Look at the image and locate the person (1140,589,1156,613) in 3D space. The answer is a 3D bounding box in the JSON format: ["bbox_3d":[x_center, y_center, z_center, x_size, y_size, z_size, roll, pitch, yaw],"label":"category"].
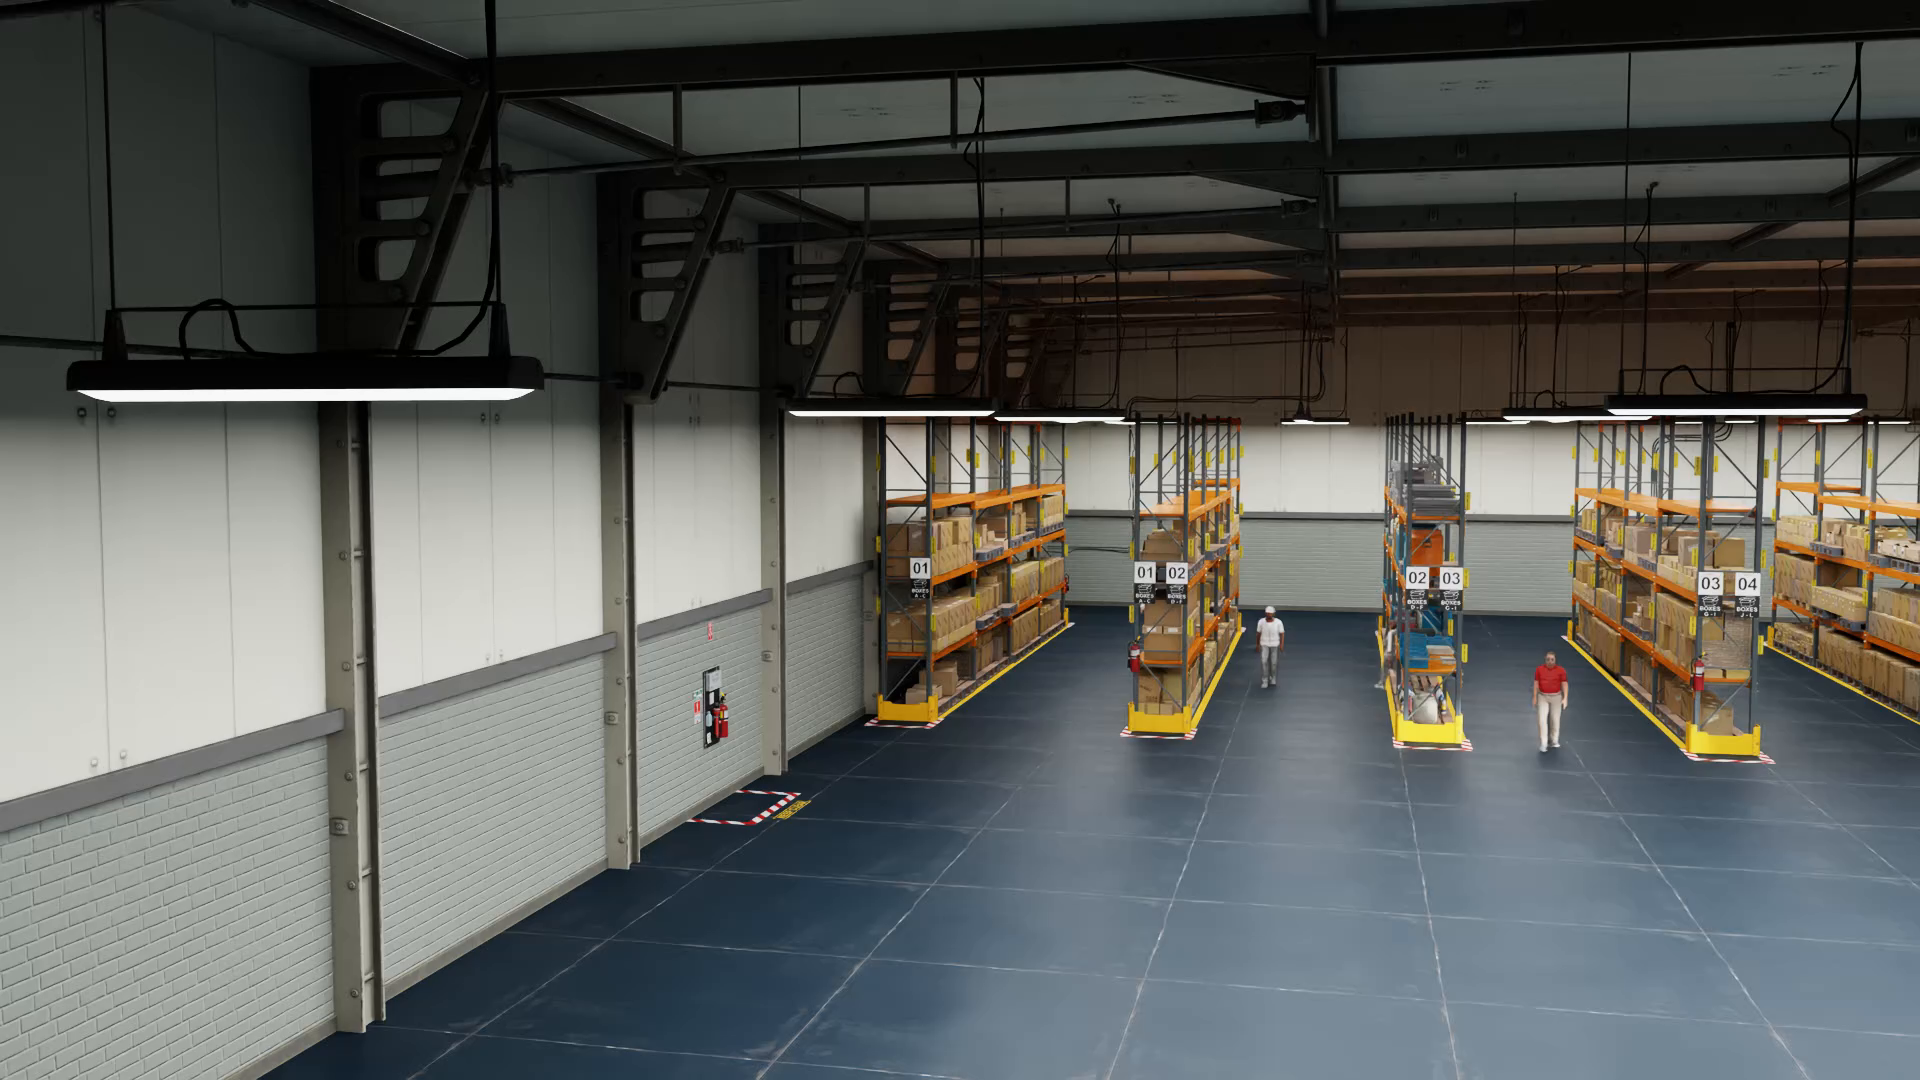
[{"bbox_3d":[5.115,1.845,44.254,0.635,1.713,1.142,1,4,16],"label":"person"}]

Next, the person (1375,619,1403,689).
[{"bbox_3d":[9.306,2.462,35.750,0.386,1.537,0.924,-1,4,-13],"label":"person"}]

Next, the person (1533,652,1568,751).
[{"bbox_3d":[10.516,2.869,29.635,0.602,1.759,0.639,2,4,24],"label":"person"}]

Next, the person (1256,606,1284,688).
[{"bbox_3d":[6.867,2.360,36.803,0.615,1.794,0.625,1,4,11],"label":"person"}]

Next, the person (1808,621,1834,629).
[{"bbox_3d":[23.725,1.792,45.973,1.002,1.628,0.441,0,4,-4],"label":"person"}]
